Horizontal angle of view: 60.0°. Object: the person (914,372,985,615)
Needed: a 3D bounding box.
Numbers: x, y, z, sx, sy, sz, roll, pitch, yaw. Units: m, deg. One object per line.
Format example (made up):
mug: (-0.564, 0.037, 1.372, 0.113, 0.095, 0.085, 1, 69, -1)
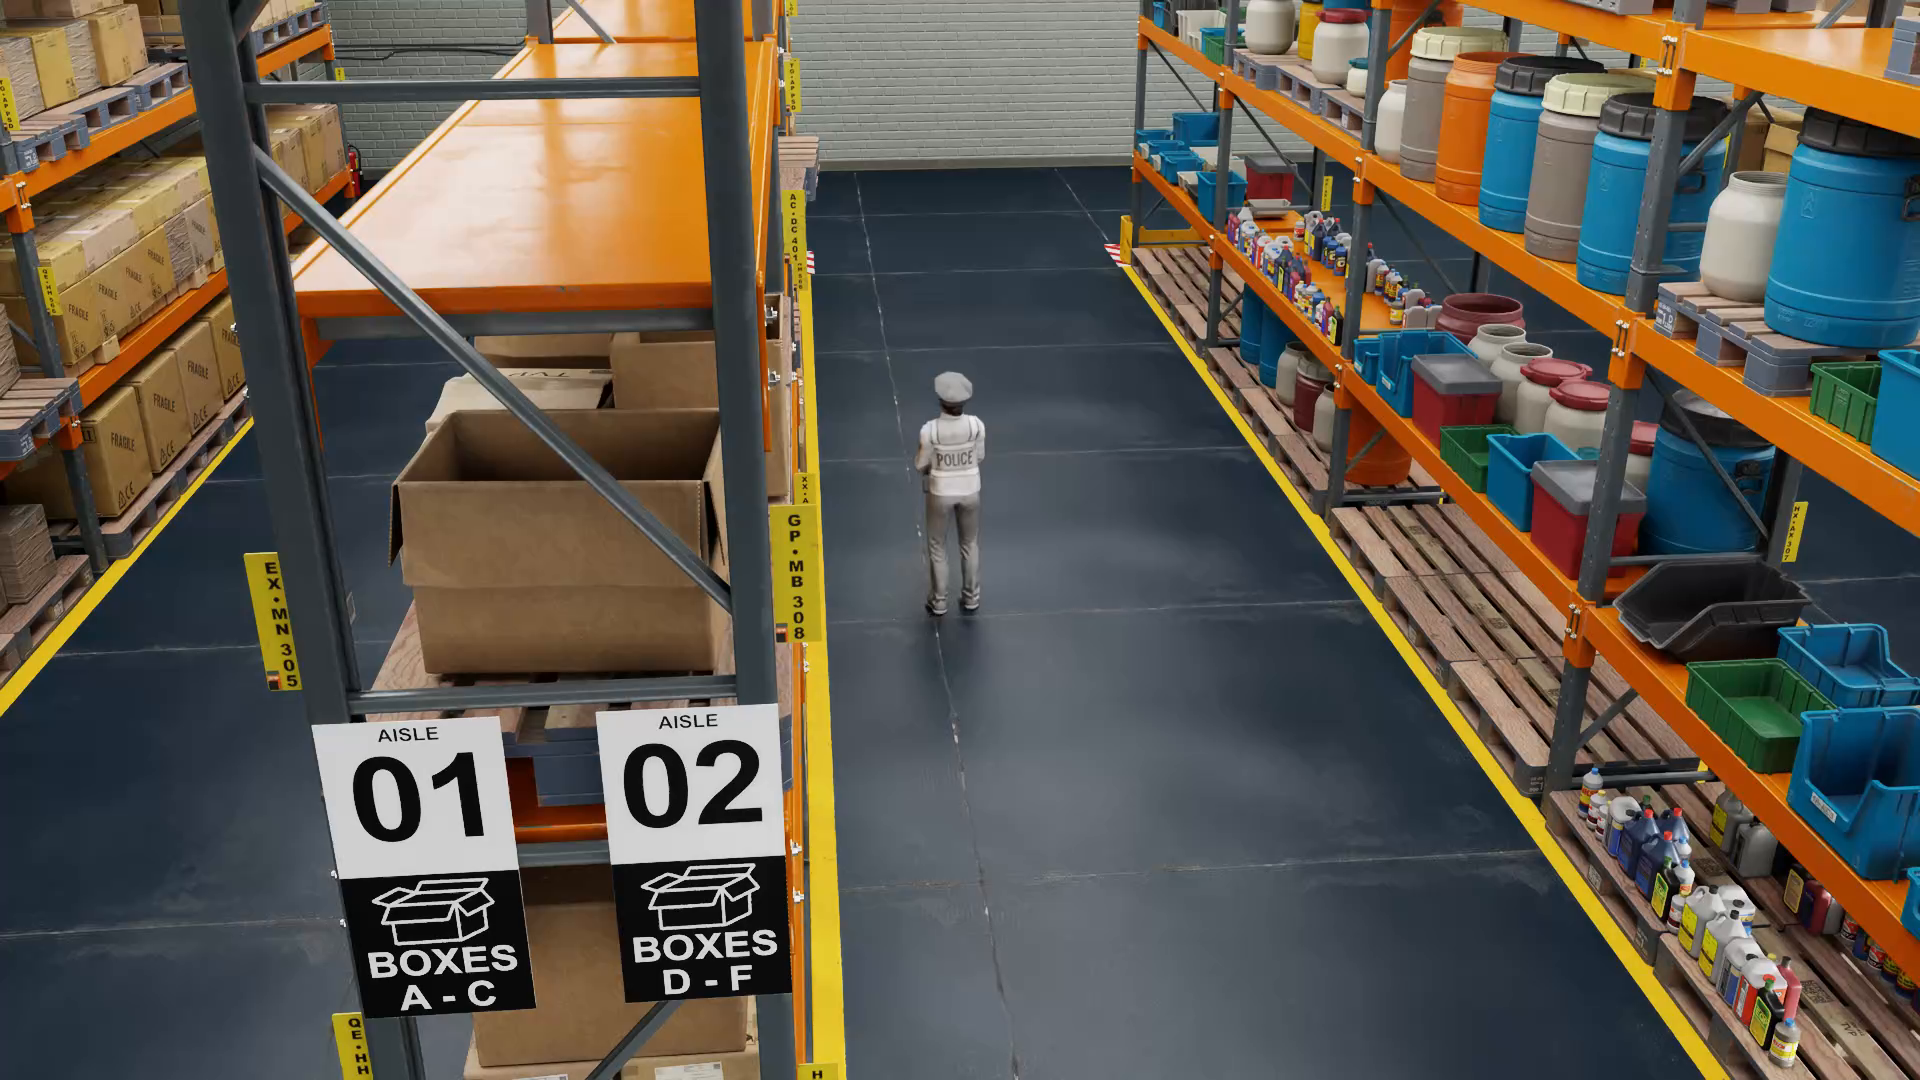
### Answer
person: (-0.077, -0.328, 11.001, 0.468, 1.697, 0.552, -6, 25, -13)
